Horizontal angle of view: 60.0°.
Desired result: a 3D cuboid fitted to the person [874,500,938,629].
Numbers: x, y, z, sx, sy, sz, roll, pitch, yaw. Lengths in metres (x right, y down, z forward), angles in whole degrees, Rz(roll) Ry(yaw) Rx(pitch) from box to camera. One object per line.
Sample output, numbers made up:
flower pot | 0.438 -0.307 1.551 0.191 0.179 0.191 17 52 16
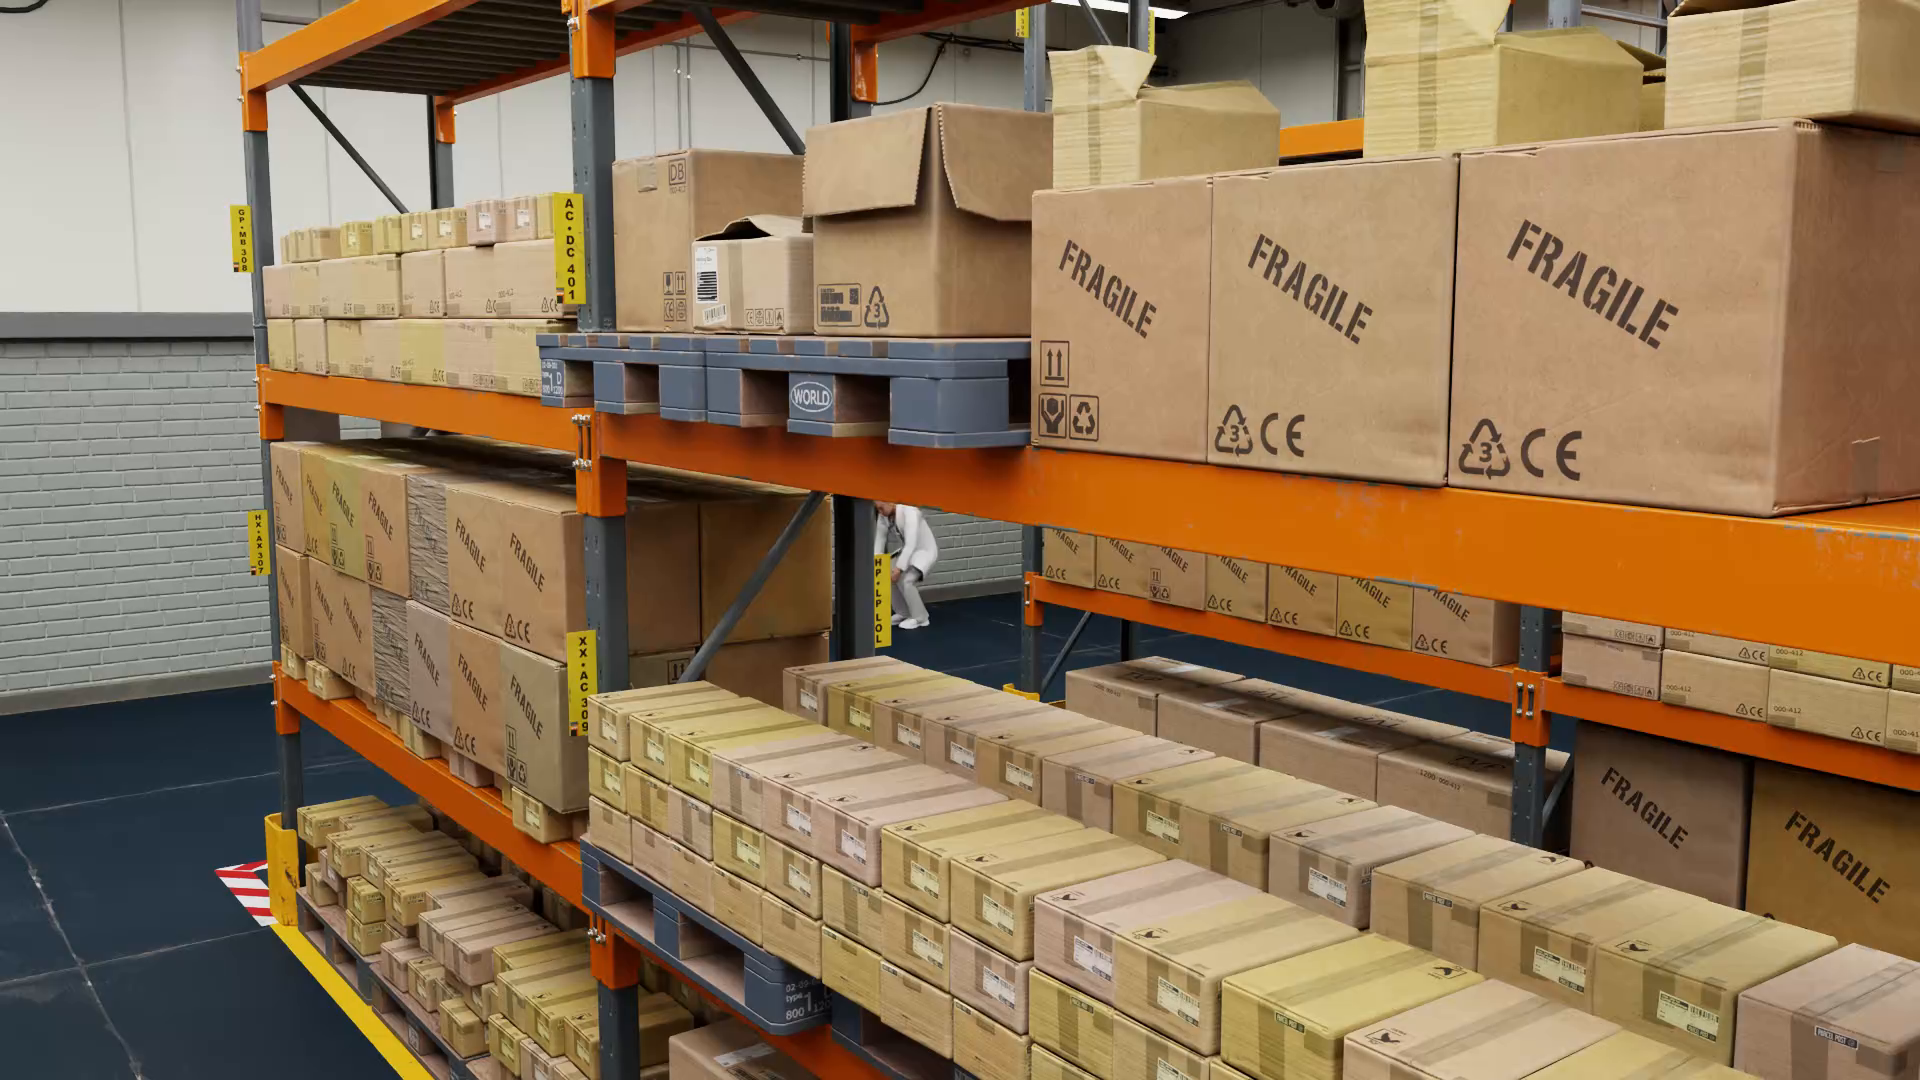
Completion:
person | -0.547 0.175 16.510 0.737 1.393 0.633 -6 9 -36
